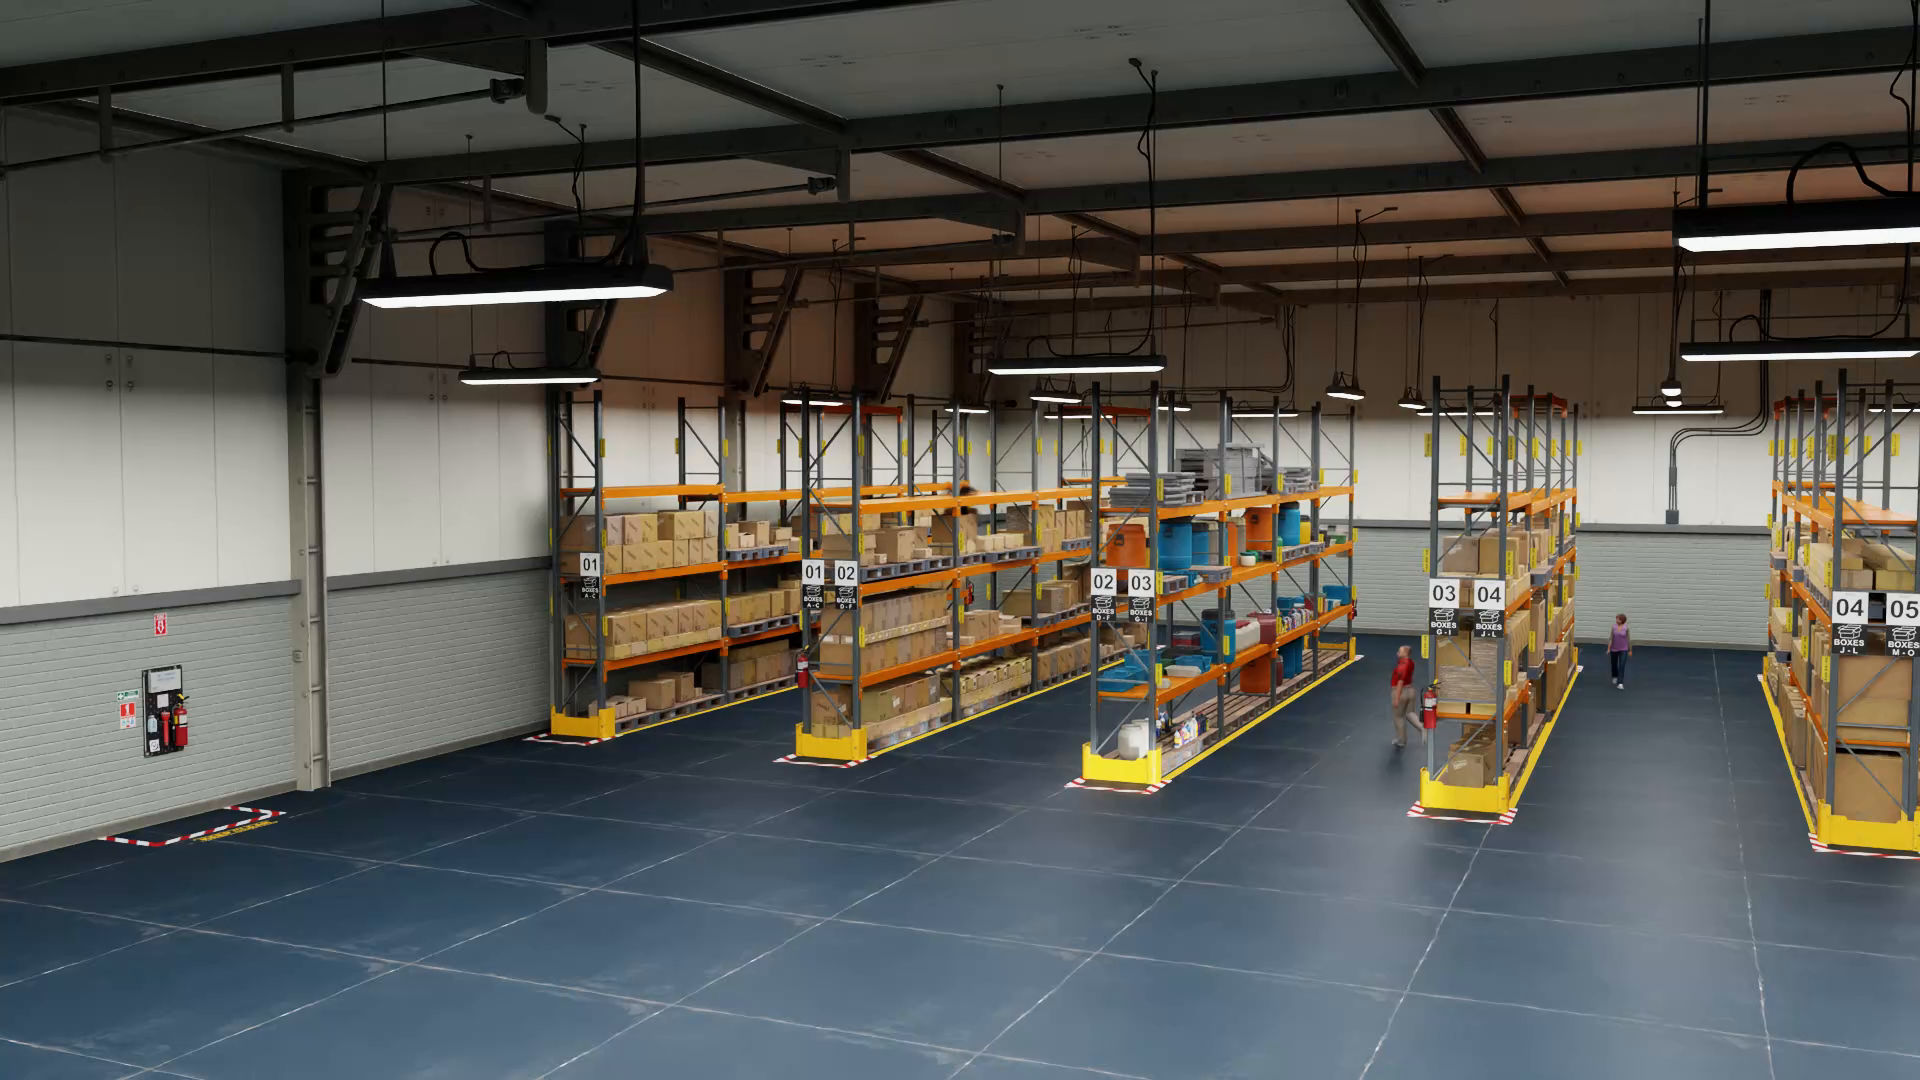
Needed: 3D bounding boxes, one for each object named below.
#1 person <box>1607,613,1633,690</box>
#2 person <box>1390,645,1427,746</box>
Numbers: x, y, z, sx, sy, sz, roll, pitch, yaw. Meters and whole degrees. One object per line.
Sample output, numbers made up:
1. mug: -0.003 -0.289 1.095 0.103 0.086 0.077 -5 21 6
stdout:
1. person: 13.761 2.300 34.676 0.496 1.557 0.823 1 3 22
2. person: 7.453 2.607 27.750 0.530 1.708 0.722 -2 4 -36
